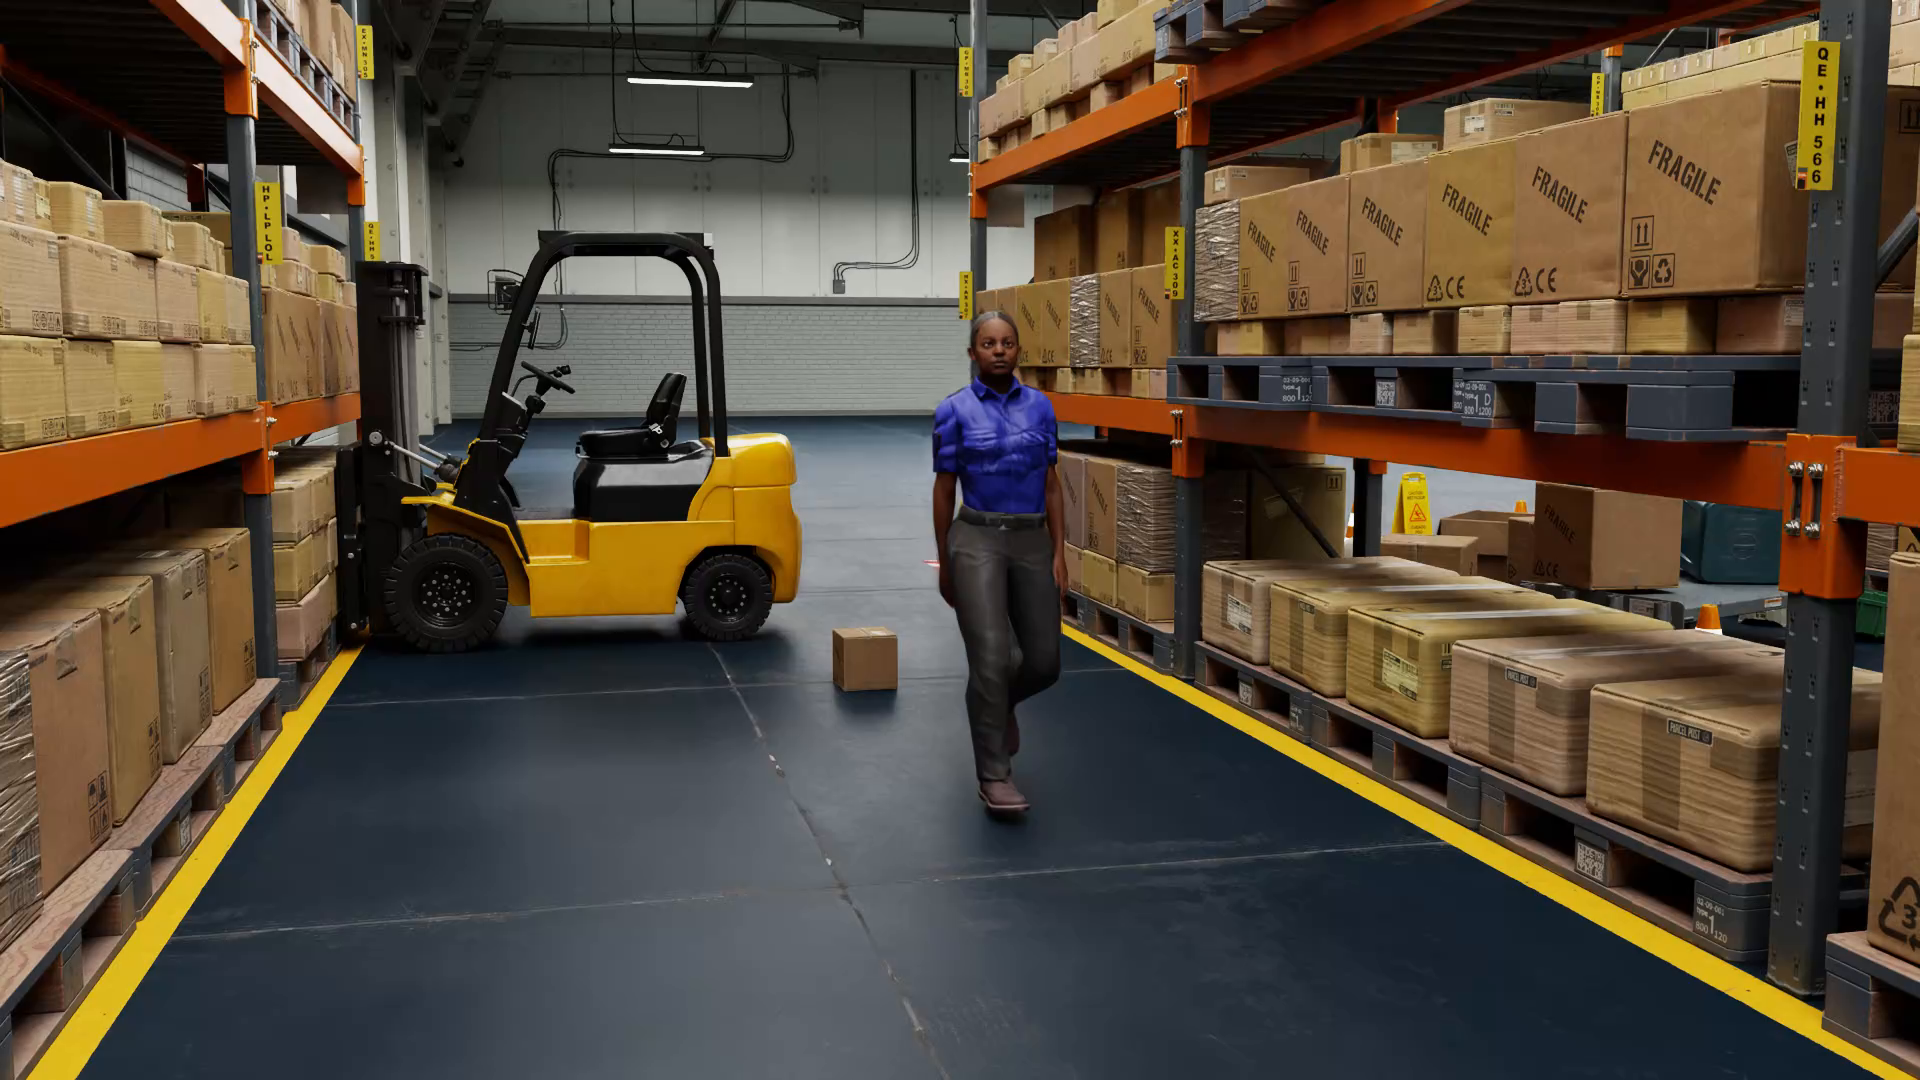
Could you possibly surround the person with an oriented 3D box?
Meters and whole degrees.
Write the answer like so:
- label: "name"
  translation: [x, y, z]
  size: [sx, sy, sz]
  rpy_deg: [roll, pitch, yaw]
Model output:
- label: "person"
  translation: [0.126, 0.044, 5.637]
  size: [0.445, 1.628, 0.736]
  rpy_deg: [-2, 7, -18]
